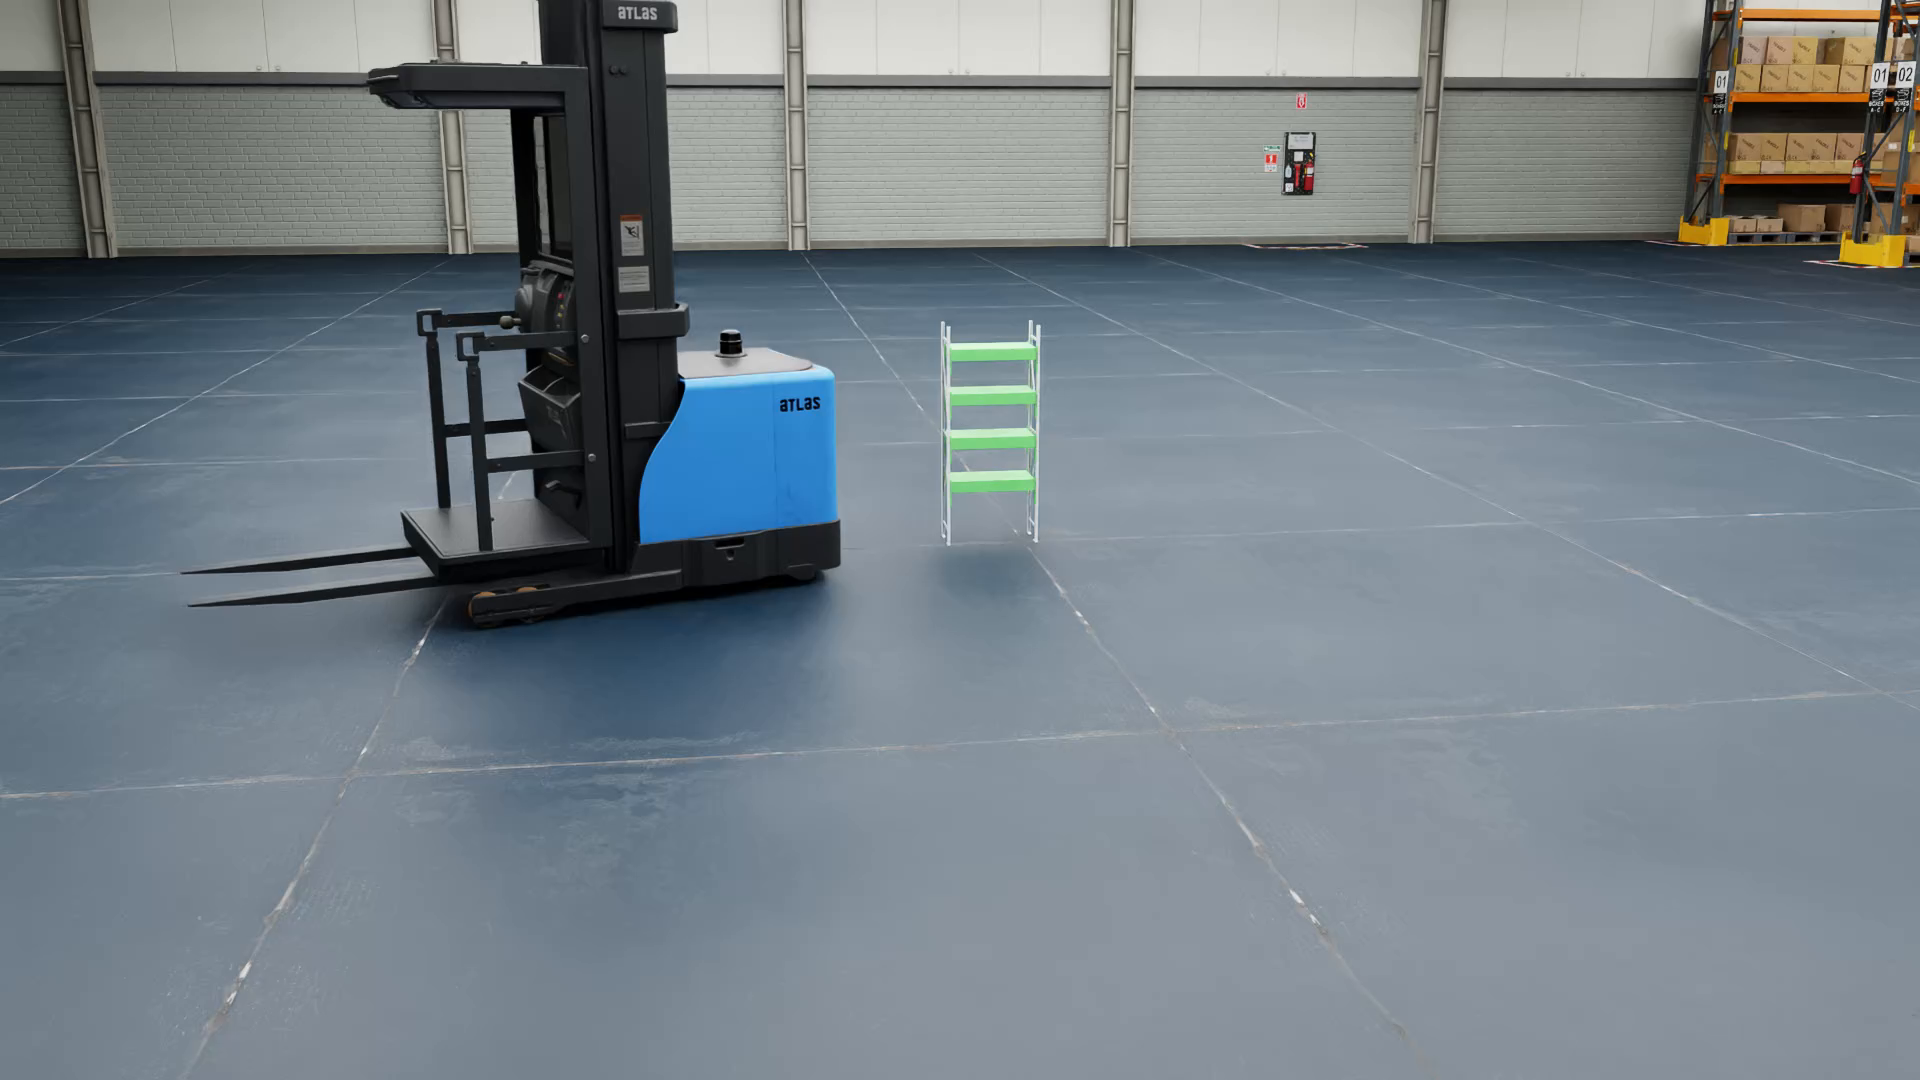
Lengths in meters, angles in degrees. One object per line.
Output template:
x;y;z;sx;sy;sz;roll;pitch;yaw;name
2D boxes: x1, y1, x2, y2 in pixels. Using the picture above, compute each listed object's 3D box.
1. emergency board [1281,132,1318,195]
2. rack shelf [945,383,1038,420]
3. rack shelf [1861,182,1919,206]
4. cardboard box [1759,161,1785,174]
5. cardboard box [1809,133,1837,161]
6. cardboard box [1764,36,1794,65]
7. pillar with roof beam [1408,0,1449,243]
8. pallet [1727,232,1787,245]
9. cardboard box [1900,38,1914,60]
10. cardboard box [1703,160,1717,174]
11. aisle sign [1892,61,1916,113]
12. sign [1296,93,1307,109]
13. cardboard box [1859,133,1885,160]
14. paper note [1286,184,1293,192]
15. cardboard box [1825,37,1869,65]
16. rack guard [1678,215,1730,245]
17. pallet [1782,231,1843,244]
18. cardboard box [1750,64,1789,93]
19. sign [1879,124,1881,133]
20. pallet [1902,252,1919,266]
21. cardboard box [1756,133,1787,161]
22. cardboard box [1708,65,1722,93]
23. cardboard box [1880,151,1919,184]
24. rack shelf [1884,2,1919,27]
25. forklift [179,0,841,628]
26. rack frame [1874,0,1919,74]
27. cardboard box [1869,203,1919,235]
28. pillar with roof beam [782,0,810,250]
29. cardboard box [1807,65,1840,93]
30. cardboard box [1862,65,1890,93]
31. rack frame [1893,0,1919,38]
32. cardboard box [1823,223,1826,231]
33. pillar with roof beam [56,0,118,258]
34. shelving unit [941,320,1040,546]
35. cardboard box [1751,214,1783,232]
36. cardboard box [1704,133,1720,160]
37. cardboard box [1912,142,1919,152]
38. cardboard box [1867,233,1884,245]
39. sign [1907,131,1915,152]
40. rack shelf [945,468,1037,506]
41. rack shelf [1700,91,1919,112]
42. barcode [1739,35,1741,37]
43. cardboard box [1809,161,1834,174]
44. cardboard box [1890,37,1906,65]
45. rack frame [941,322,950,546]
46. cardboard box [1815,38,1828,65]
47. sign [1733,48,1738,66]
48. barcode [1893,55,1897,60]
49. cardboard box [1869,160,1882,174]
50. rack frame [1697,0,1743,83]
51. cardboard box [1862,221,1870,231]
6.465;-7.136;31.548;0.643;1.169;0.194;-2;14;-8;emergency board
0.164;-0.759;9.096;0.480;0.148;0.258;-2;14;-8;rack shelf
17.004;-5.732;27.430;4.000;0.370;1.077;-2;14;-8;rack shelf
15.326;-7.101;31.675;0.500;0.250;0.500;-3;14;-10;cardboard box
16.312;-7.500;31.726;0.500;0.500;0.500;-2;14;-7;cardboard box
15.205;-9.160;31.150;0.500;0.500;0.500;-2;14;-9;cardboard box
9.556;-9.091;27.009;0.400;9.000;9.100;-2;14;-8;pillar with roof beam
15.168;-5.871;32.238;1.213;0.211;1.003;-2;14;-8;pallet
15.595;-7.805;26.687;0.637;0.503;0.797;-1;14;-4;cardboard box
14.718;-7.201;32.074;0.500;0.250;0.500;-2;14;-7;cardboard box
15.007;-7.194;26.434;0.004;0.787;0.394;-2;14;-8;aisle sign
6.442;-8.284;31.360;0.199;0.298;0.001;-2;14;-8;sign
17.326;-7.535;31.864;0.500;0.500;0.500;-2;14;-9;cardboard box
6.280;-6.719;31.695;0.142;0.148;0.016;-2;14;-8;paper note
16.729;-9.216;31.374;0.500;0.500;0.500;-3;14;-10;cardboard box
14.359;-5.990;32.119;0.348;0.500;1.175;-2;14;-8;rack guard
16.372;-5.915;32.411;1.213;0.211;1.003;-2;14;-8;pallet
15.189;-8.676;31.277;0.500;0.500;0.500;-1;14;-5;cardboard box
18.153;-8.040;32.773;0.005;0.325;0.100;-2;14;-8;sign
15.776;-4.694;27.543;1.213;0.211;1.003;-2;14;-8;pallet
15.291;-7.461;31.571;0.500;0.500;0.500;-2;14;-8;cardboard box
14.659;-8.789;31.728;0.500;0.500;0.500;-1;14;-4;cardboard box
15.490;-6.071;27.097;0.500;0.500;0.700;-2;14;-8;cardboard box
17.004;-8.448;26.749;4.000;0.370;1.077;-2;14;-8;rack shelf
-2.156;-1.162;7.869;3.031;2.935;1.130;-7;16;-26;forklift
15.026;-8.919;26.324;0.127;3.000;1.000;-2;14;-8;rack frame
15.512;-5.333;27.609;0.500;0.500;0.500;-2;14;-8;cardboard box
-2.310;-8.656;25.275;0.400;9.000;9.100;-2;14;-8;pillar with roof beam
16.228;-8.720;31.453;0.500;0.500;0.500;-1;14;-5;cardboard box
17.275;-8.765;31.632;0.500;0.500;0.500;-3;14;-13;cardboard box
18.240;-10.255;31.652;0.127;3.000;1.000;-2;14;-8;rack frame
16.655;-6.123;32.464;0.250;0.149;0.380;-3;14;-13;cardboard box
-14.176;-8.221;23.541;0.400;9.000;9.100;-2;14;-8;pillar with roof beam
0.164;-0.588;9.138;0.503;1.200;0.258;-2;14;-8;shelving unit
15.546;-6.133;32.174;0.500;0.311;0.500;-1;14;-4;cardboard box
14.719;-7.569;32.001;0.500;0.500;0.500;-2;14;-9;cardboard box
15.446;-6.334;26.813;0.250;0.149;0.380;-2;14;-9;cardboard box
15.512;-4.969;27.698;0.500;0.250;0.500;-2;14;-8;cardboard box
15.103;-6.333;26.405;0.005;0.325;0.100;-2;14;-8;sign
0.164;-0.293;9.212;0.480;0.148;0.258;-2;14;-8;rack shelf
16.262;-8.379;31.816;4.000;0.370;1.077;-2;14;-8;rack shelf
14.912;-9.626;31.815;0.075;0.075;0.001;-2;14;-8;barcode
16.330;-7.135;31.814;0.500;0.250;0.500;-2;14;-8;cardboard box
17.785;-9.260;31.549;0.500;0.500;0.500;-3;14;-13;cardboard box
-0.078;-0.579;9.103;0.015;1.200;0.240;-2;14;-8;rack frame
16.199;-9.328;31.821;0.500;0.500;0.500;-2;14;-8;cardboard box
14.365;-8.949;30.813;0.005;0.325;0.100;-2;14;-8;sign
15.253;-7.872;27.124;0.075;0.075;0.001;-2;14;-8;barcode
17.323;-7.176;31.975;0.500;0.250;0.500;-2;14;-8;cardboard box
14.284;-10.110;31.074;0.127;3.000;1.000;-2;14;-8;rack frame
17.715;-6.158;32.567;0.250;0.166;0.380;-4;15;-16;cardboard box
